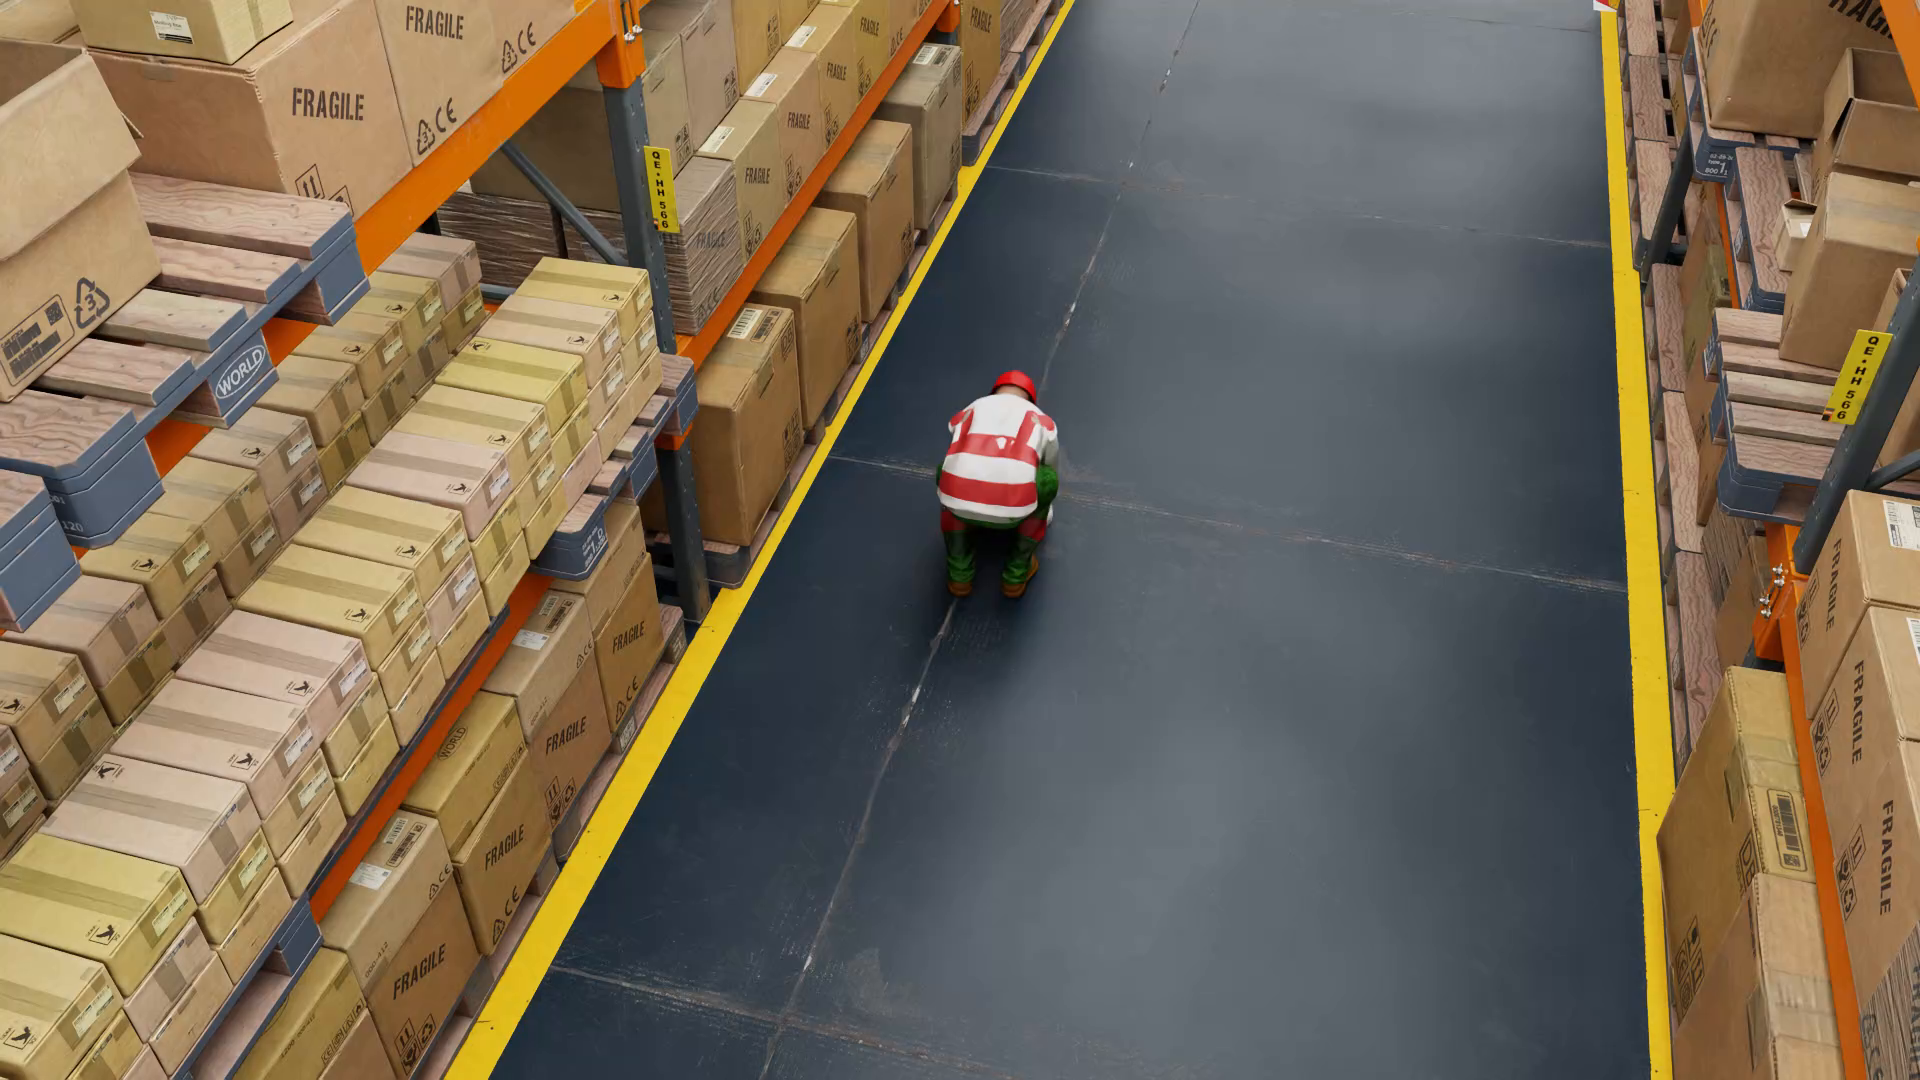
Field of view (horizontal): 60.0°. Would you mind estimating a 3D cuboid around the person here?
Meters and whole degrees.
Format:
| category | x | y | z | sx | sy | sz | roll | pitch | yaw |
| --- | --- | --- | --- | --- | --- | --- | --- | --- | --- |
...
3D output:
| category | x | y | z | sx | sy | sz | roll | pitch | yaw |
| --- | --- | --- | --- | --- | --- | --- | --- | --- | --- |
| person | 0.139 | -0.537 | 6.768 | 0.494 | 1.784 | 0.566 | 10 | 42 | 11 |
